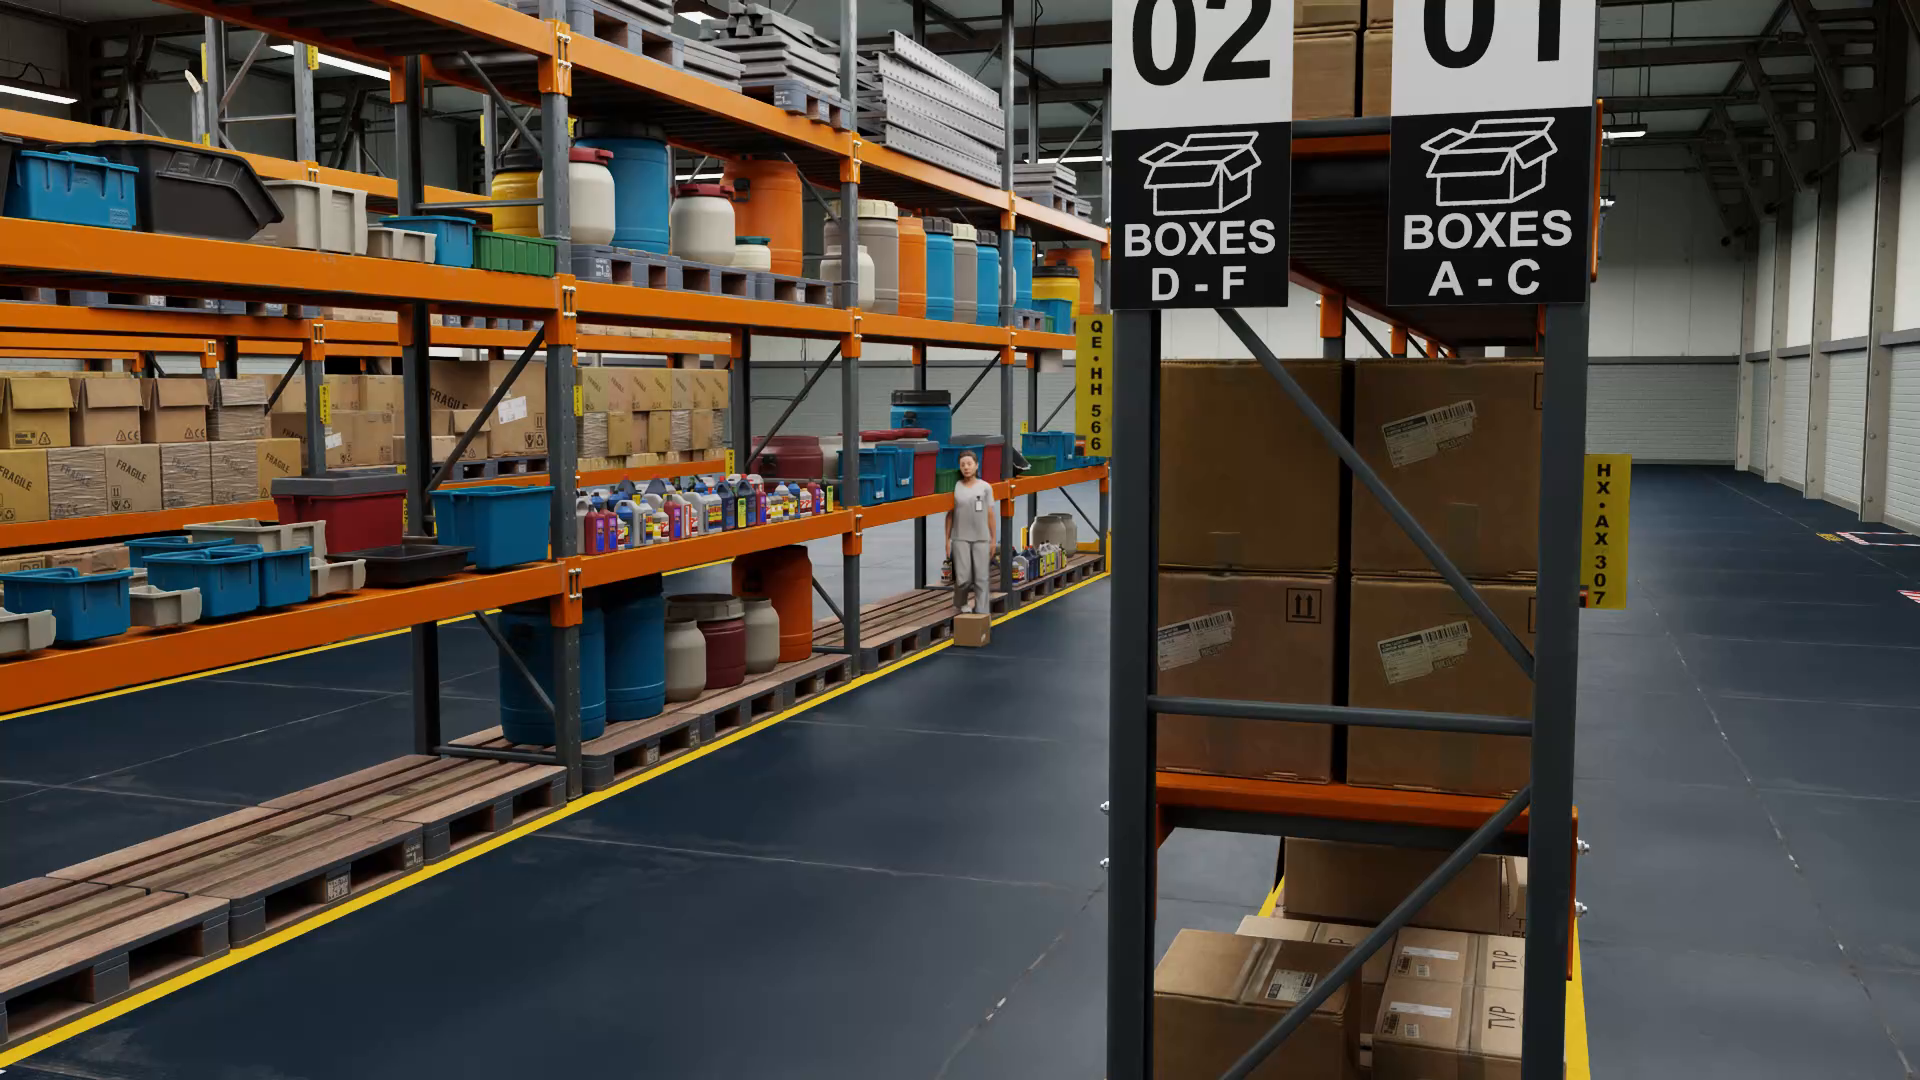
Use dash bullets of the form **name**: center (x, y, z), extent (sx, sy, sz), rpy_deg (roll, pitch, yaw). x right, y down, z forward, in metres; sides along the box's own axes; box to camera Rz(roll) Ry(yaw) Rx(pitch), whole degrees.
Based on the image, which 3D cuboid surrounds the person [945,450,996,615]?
- **person**: center (0.092, 0.031, 14.864), extent (0.455, 1.656, 0.667), rpy_deg (0, 5, 3)
